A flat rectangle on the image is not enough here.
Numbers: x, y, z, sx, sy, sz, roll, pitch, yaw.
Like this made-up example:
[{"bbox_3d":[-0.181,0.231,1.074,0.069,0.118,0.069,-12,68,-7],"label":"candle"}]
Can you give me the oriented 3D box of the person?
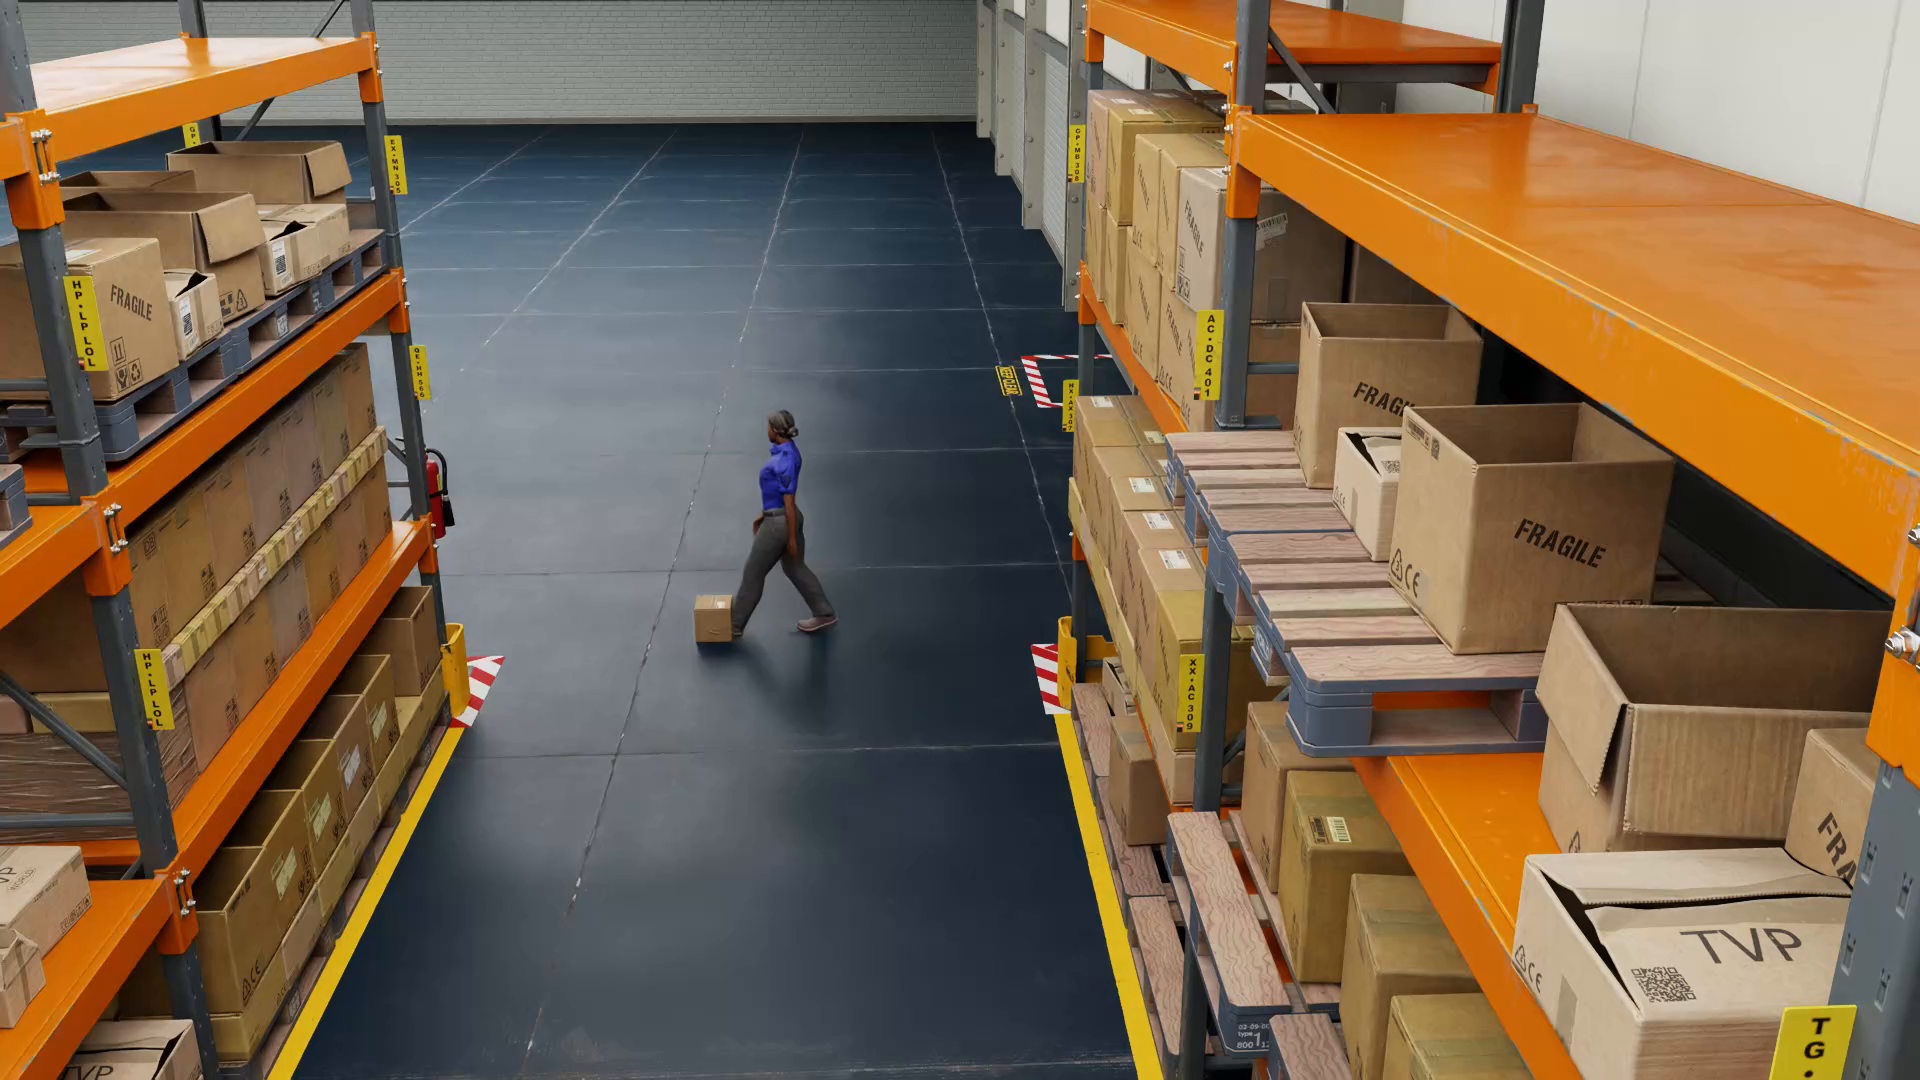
[{"bbox_3d":[-1.329,-0.111,11.407,0.927,1.622,0.476,1,21,3],"label":"person"}]
